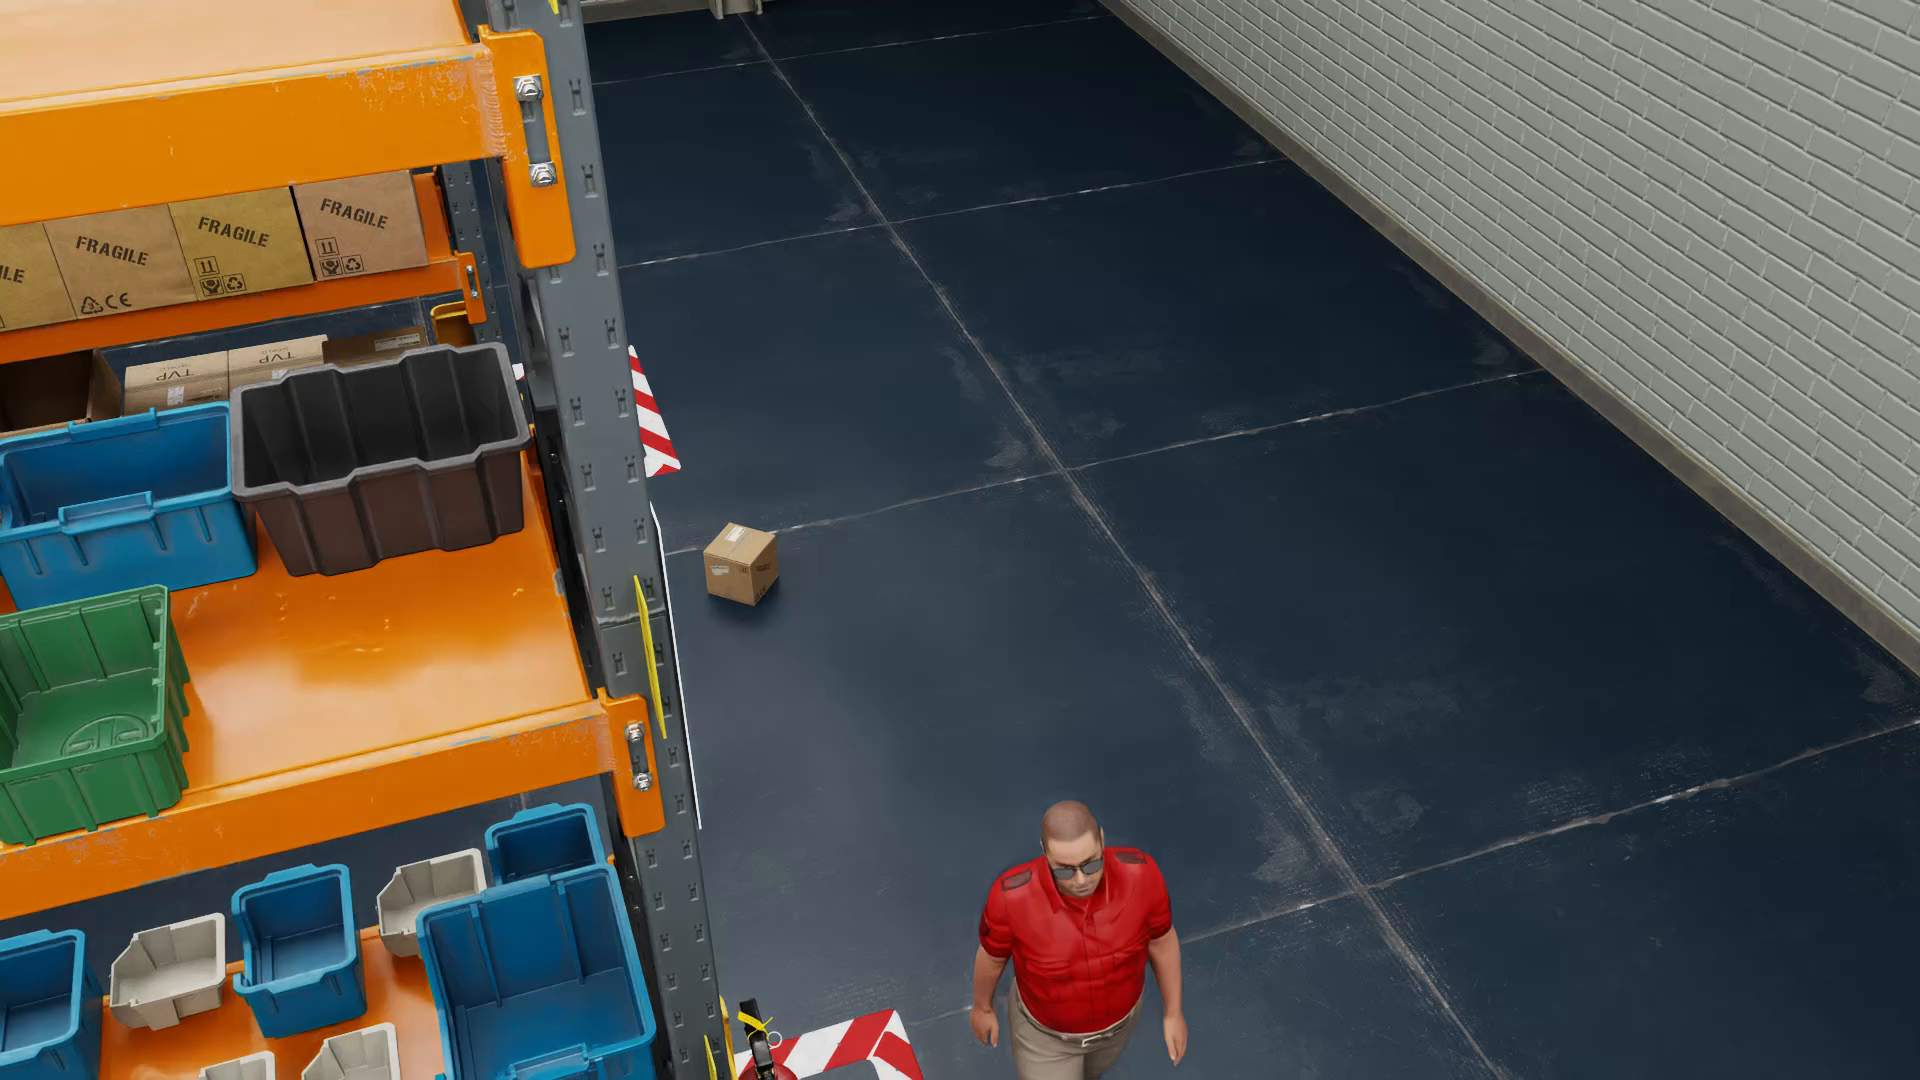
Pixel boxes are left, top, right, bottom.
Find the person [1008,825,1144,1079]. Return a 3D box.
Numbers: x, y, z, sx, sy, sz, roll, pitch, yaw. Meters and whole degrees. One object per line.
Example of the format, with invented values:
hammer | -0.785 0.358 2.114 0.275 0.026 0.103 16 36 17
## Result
person | 0.347 1.405 4.948 0.413 1.544 0.652 -11 39 -14
